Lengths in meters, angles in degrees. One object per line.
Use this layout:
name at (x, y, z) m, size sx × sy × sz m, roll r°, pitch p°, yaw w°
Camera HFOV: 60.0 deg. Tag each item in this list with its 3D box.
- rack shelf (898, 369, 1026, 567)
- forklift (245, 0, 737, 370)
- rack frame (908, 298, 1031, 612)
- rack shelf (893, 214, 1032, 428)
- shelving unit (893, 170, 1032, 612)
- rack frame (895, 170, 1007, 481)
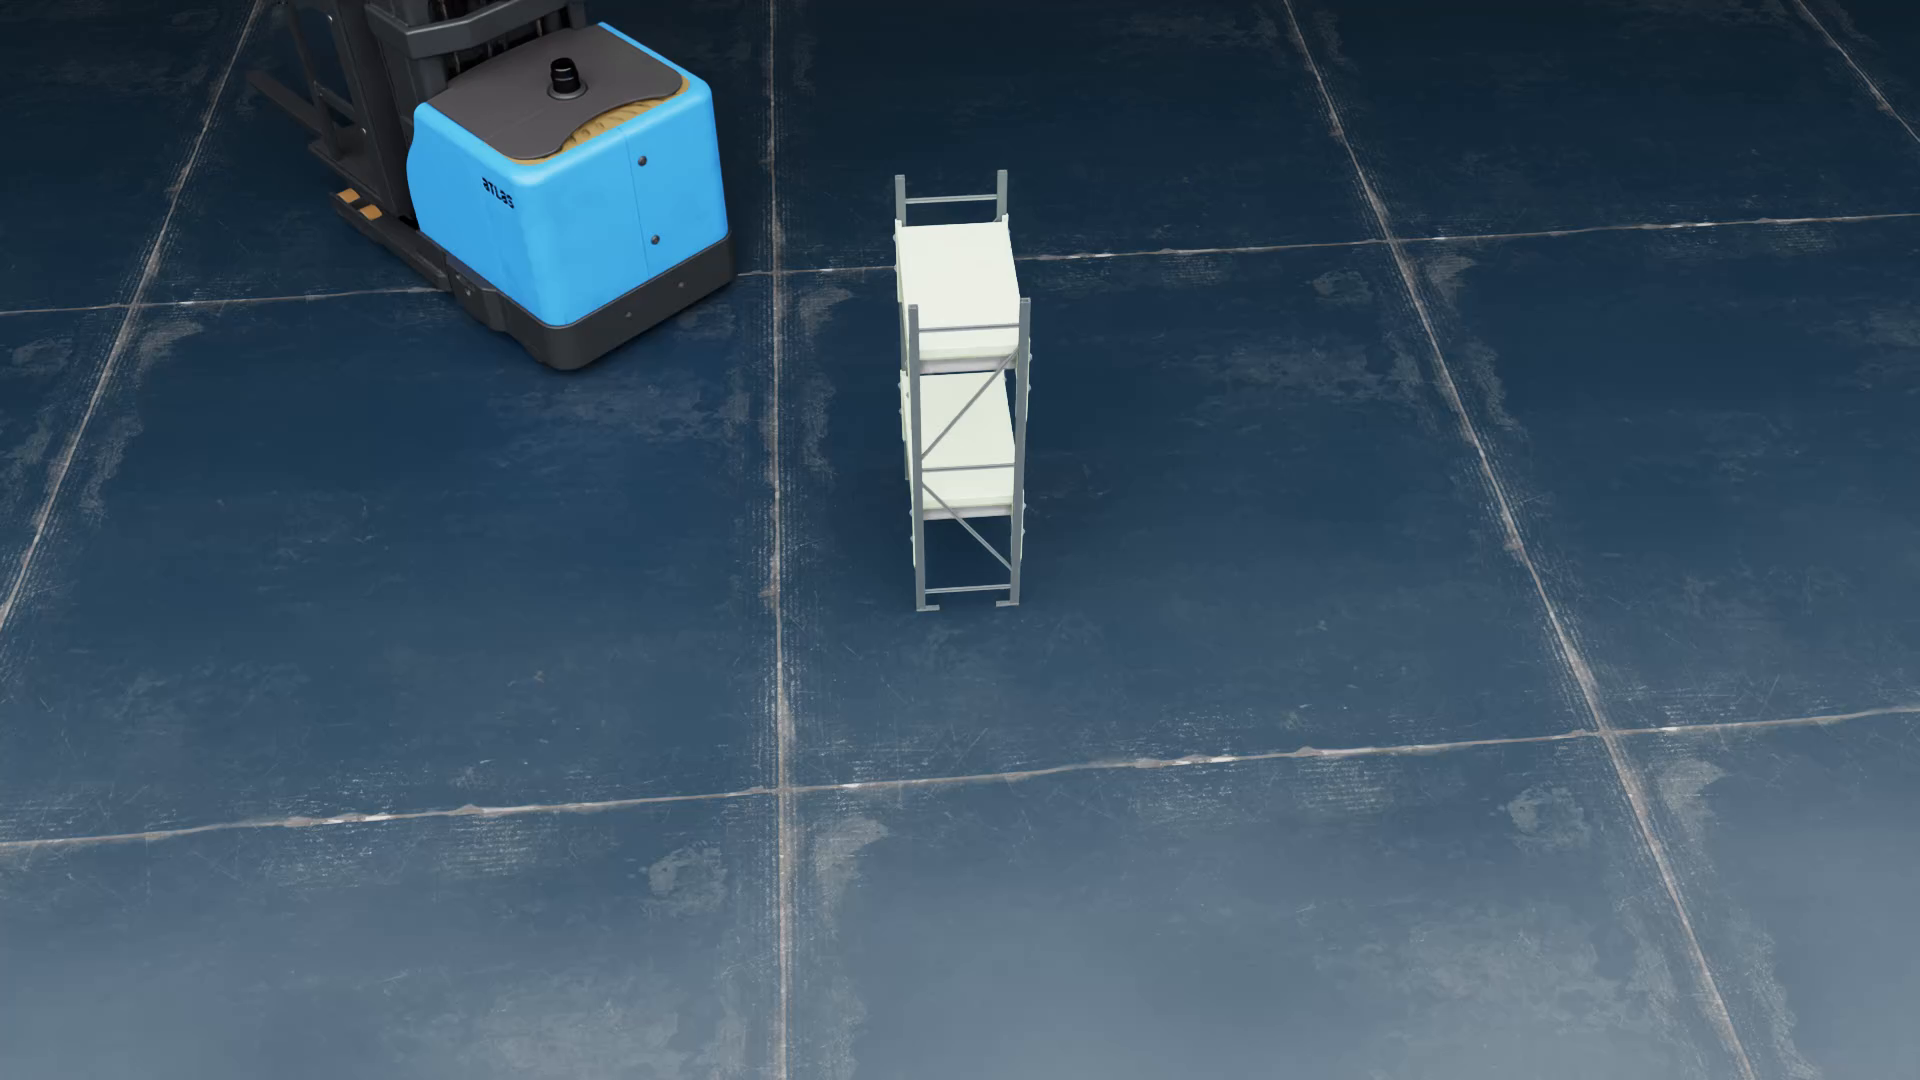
rack shelf at (-0.001, -0.296, 6.447) m, size 0.431 × 0.370 × 0.720 m, roll -3°, pitch 47°, yaw -3°
forklift at (-2.458, -2.719, 7.307) m, size 3.031 × 2.935 × 1.130 m, roll 35°, pitch 56°, yaw 29°
rack frame at (0.030, -0.256, 5.959) m, size 0.400 × 1.500 × 0.023 m, roll -3°, pitch 47°, yaw -3°
rack shelf at (-0.001, -0.789, 5.927) m, size 0.431 × 0.370 × 0.720 m, roll -3°, pitch 47°, yaw -3°
shelving unit at (-0.001, -0.521, 6.210) m, size 0.431 × 1.500 × 0.755 m, roll -3°, pitch 47°, yaw -3°
rack frame at (-0.031, -0.785, 6.461) m, size 0.400 × 1.500 × 0.023 m, roll -3°, pitch 47°, yaw -3°
